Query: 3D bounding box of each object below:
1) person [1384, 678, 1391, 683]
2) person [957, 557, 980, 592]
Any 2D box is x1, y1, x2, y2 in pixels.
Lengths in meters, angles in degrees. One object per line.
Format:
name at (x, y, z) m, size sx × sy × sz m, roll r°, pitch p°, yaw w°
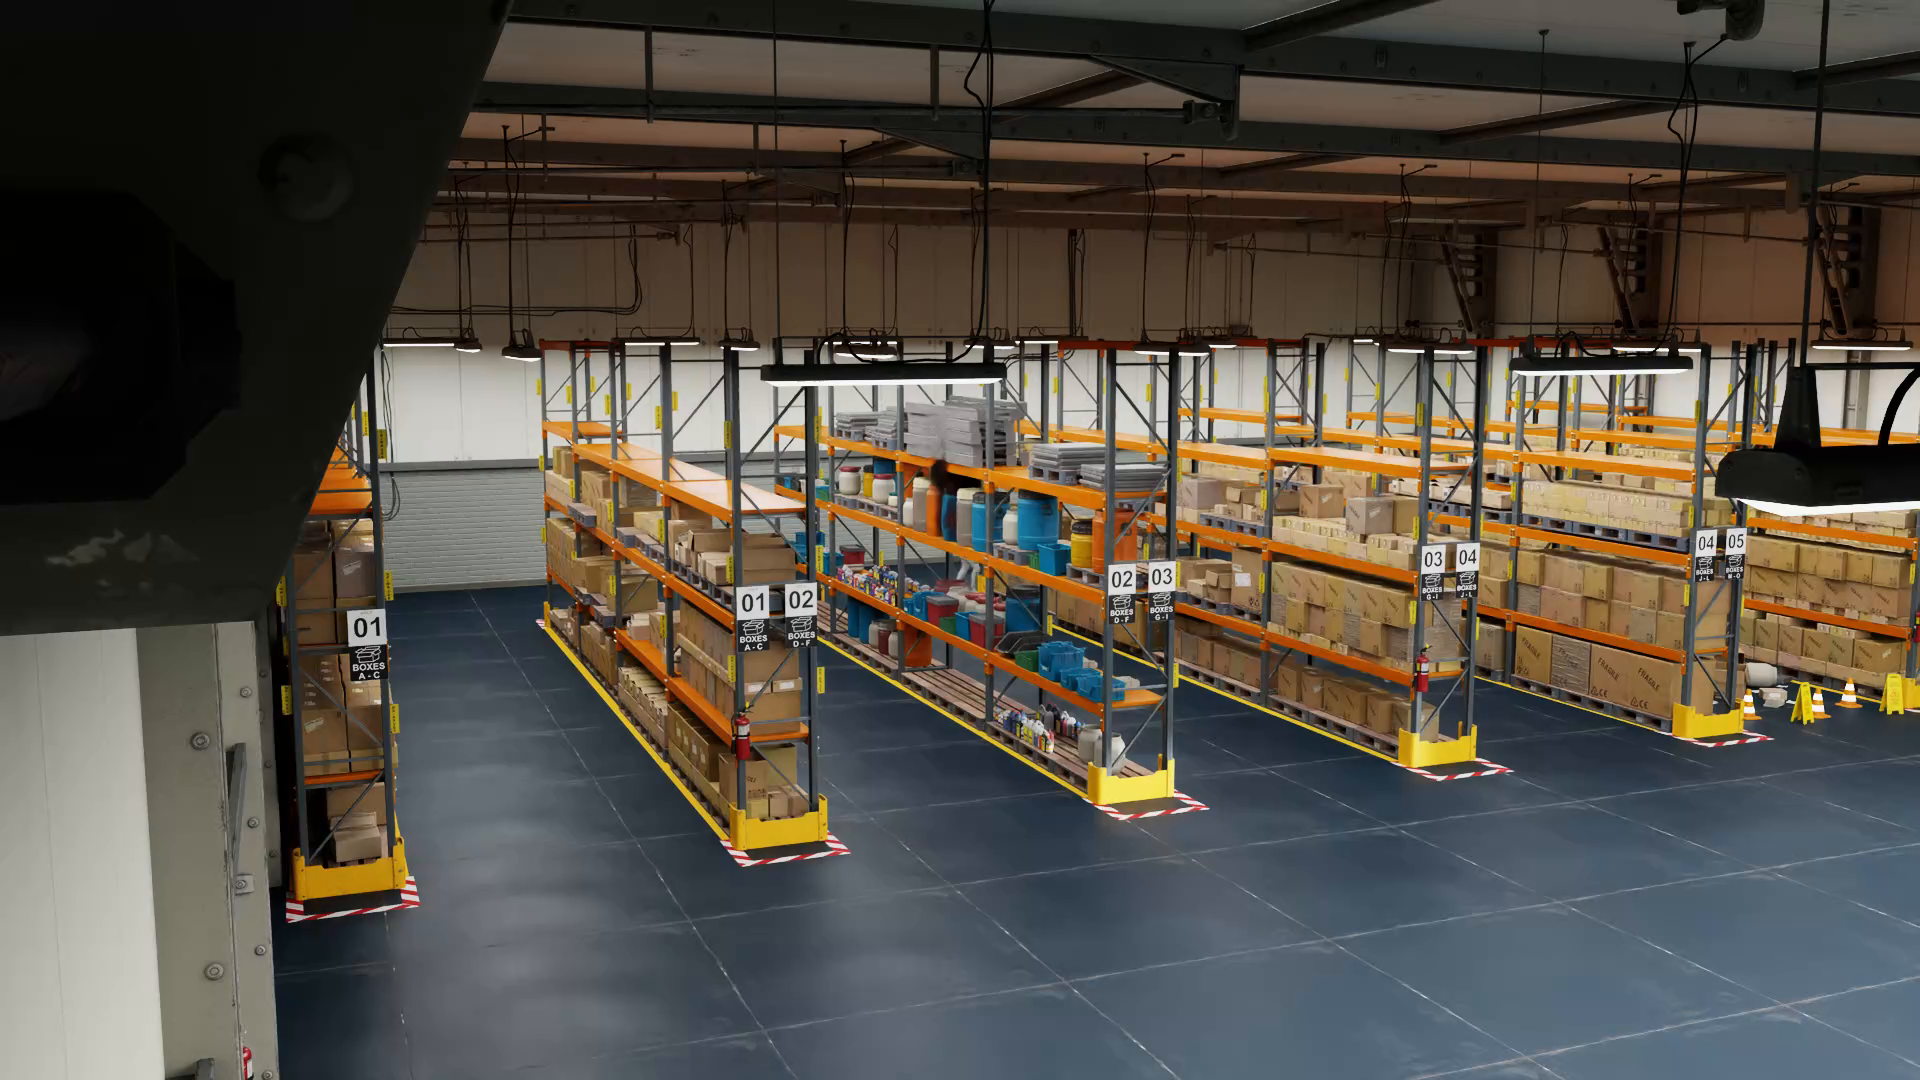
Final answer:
person at (7.684, 1.762, 29.402) m, size 0.623 × 1.546 × 0.791 m, roll -2°, pitch 8°, yaw -15°
person at (0.229, 0.396, 39.469) m, size 0.737 × 1.697 × 0.520 m, roll -1°, pitch 7°, yaw -7°
